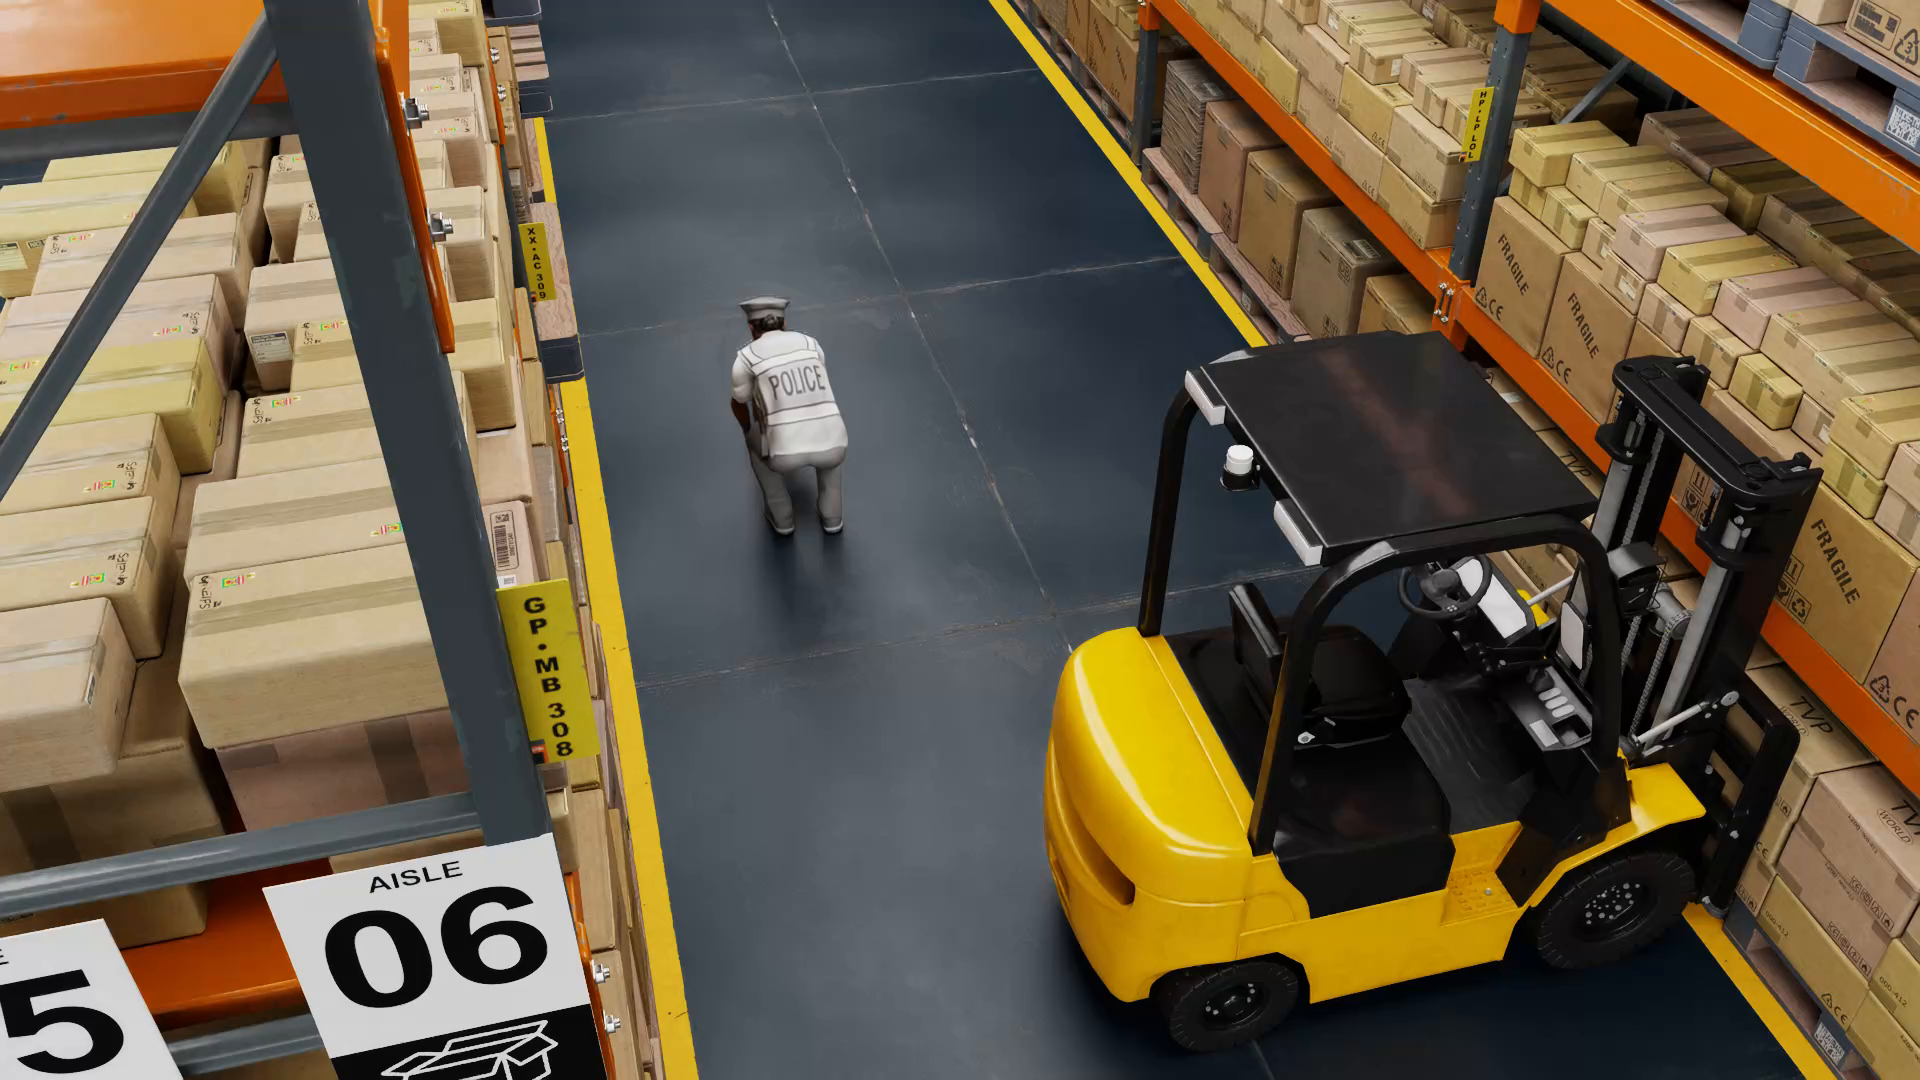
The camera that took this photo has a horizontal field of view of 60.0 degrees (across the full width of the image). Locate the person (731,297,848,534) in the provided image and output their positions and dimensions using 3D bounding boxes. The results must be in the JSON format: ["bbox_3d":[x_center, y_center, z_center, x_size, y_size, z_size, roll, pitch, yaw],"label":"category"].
[{"bbox_3d":[-0.817,-0.568,7.907,0.493,1.076,0.826,-10,39,-12],"label":"person"}]
